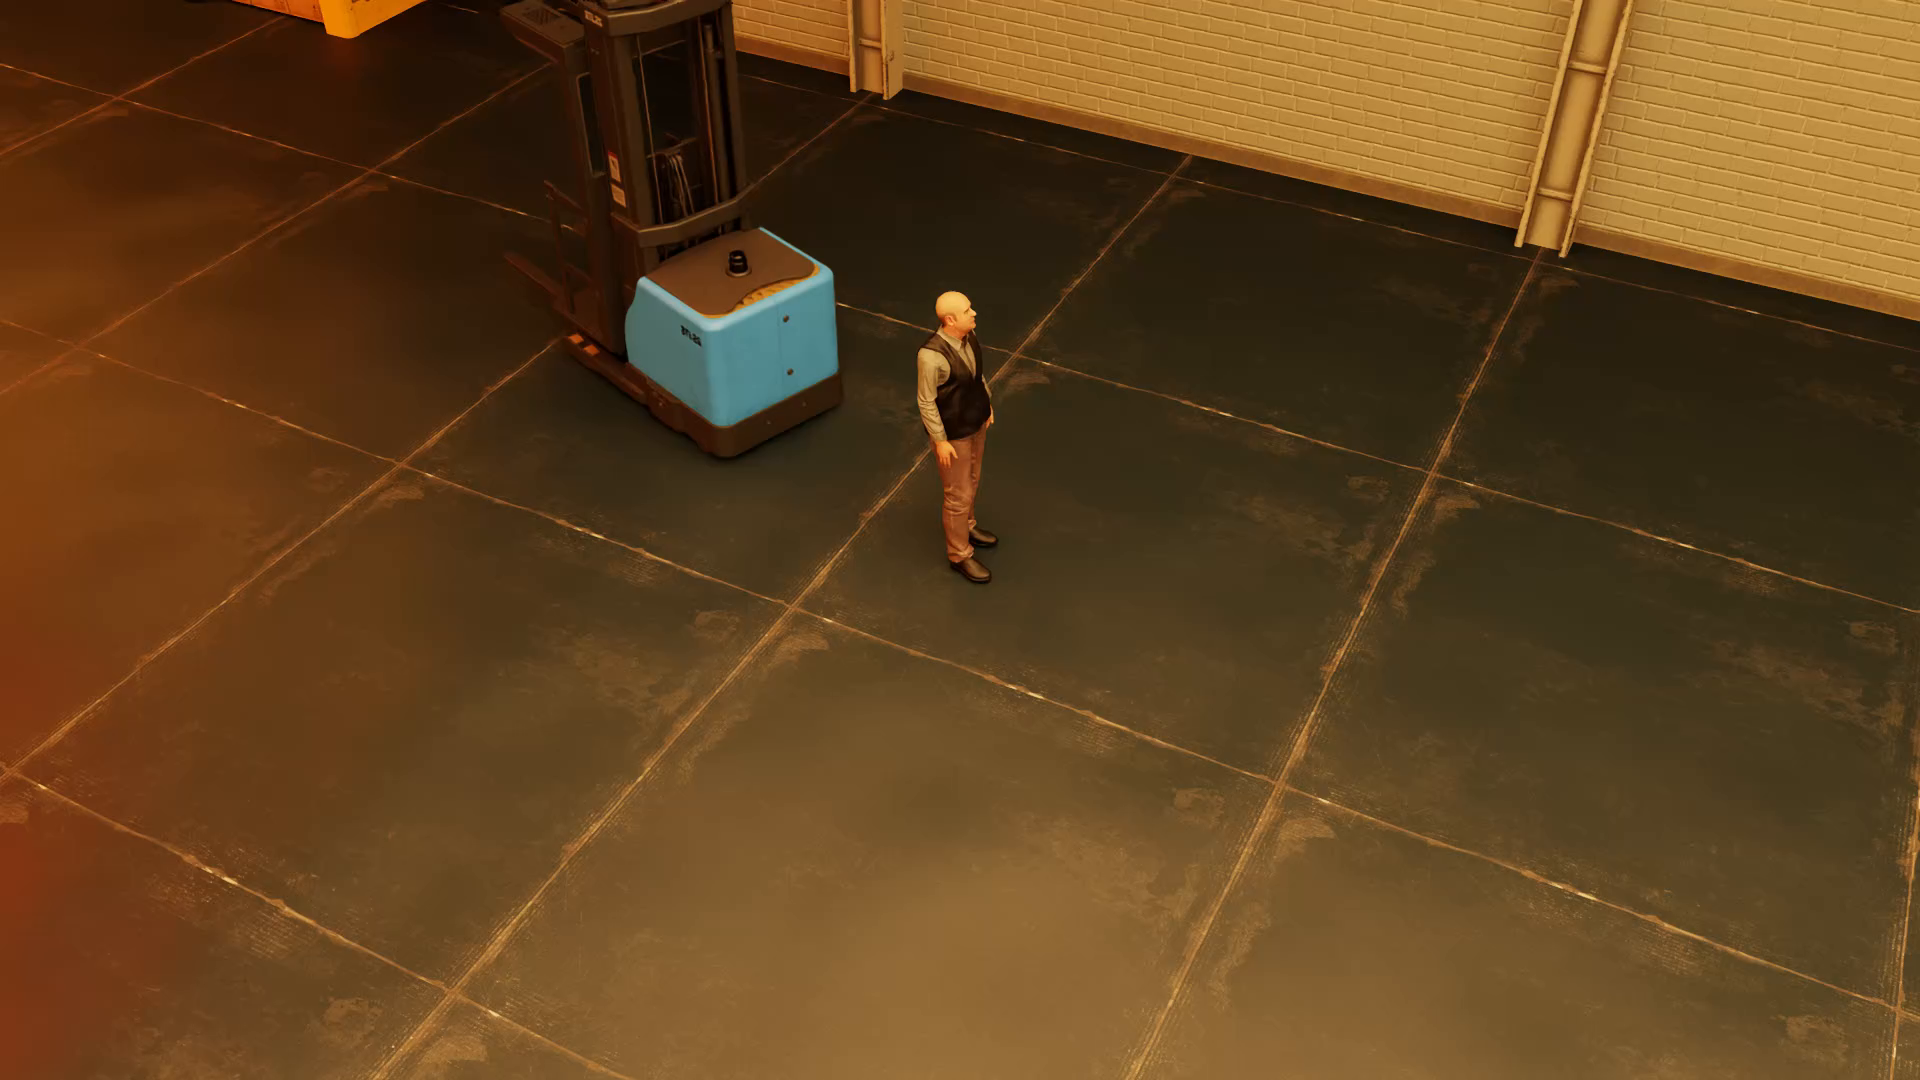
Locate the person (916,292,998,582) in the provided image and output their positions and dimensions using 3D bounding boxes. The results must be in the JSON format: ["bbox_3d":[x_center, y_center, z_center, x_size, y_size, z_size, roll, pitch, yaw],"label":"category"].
[{"bbox_3d":[0.051,-0.641,9.675,0.568,1.720,0.632,18,43,21],"label":"person"}]

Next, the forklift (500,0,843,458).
[{"bbox_3d":[-2.160,-2.519,10.978,1.130,2.935,3.031,-30,49,-31],"label":"forklift"}]
